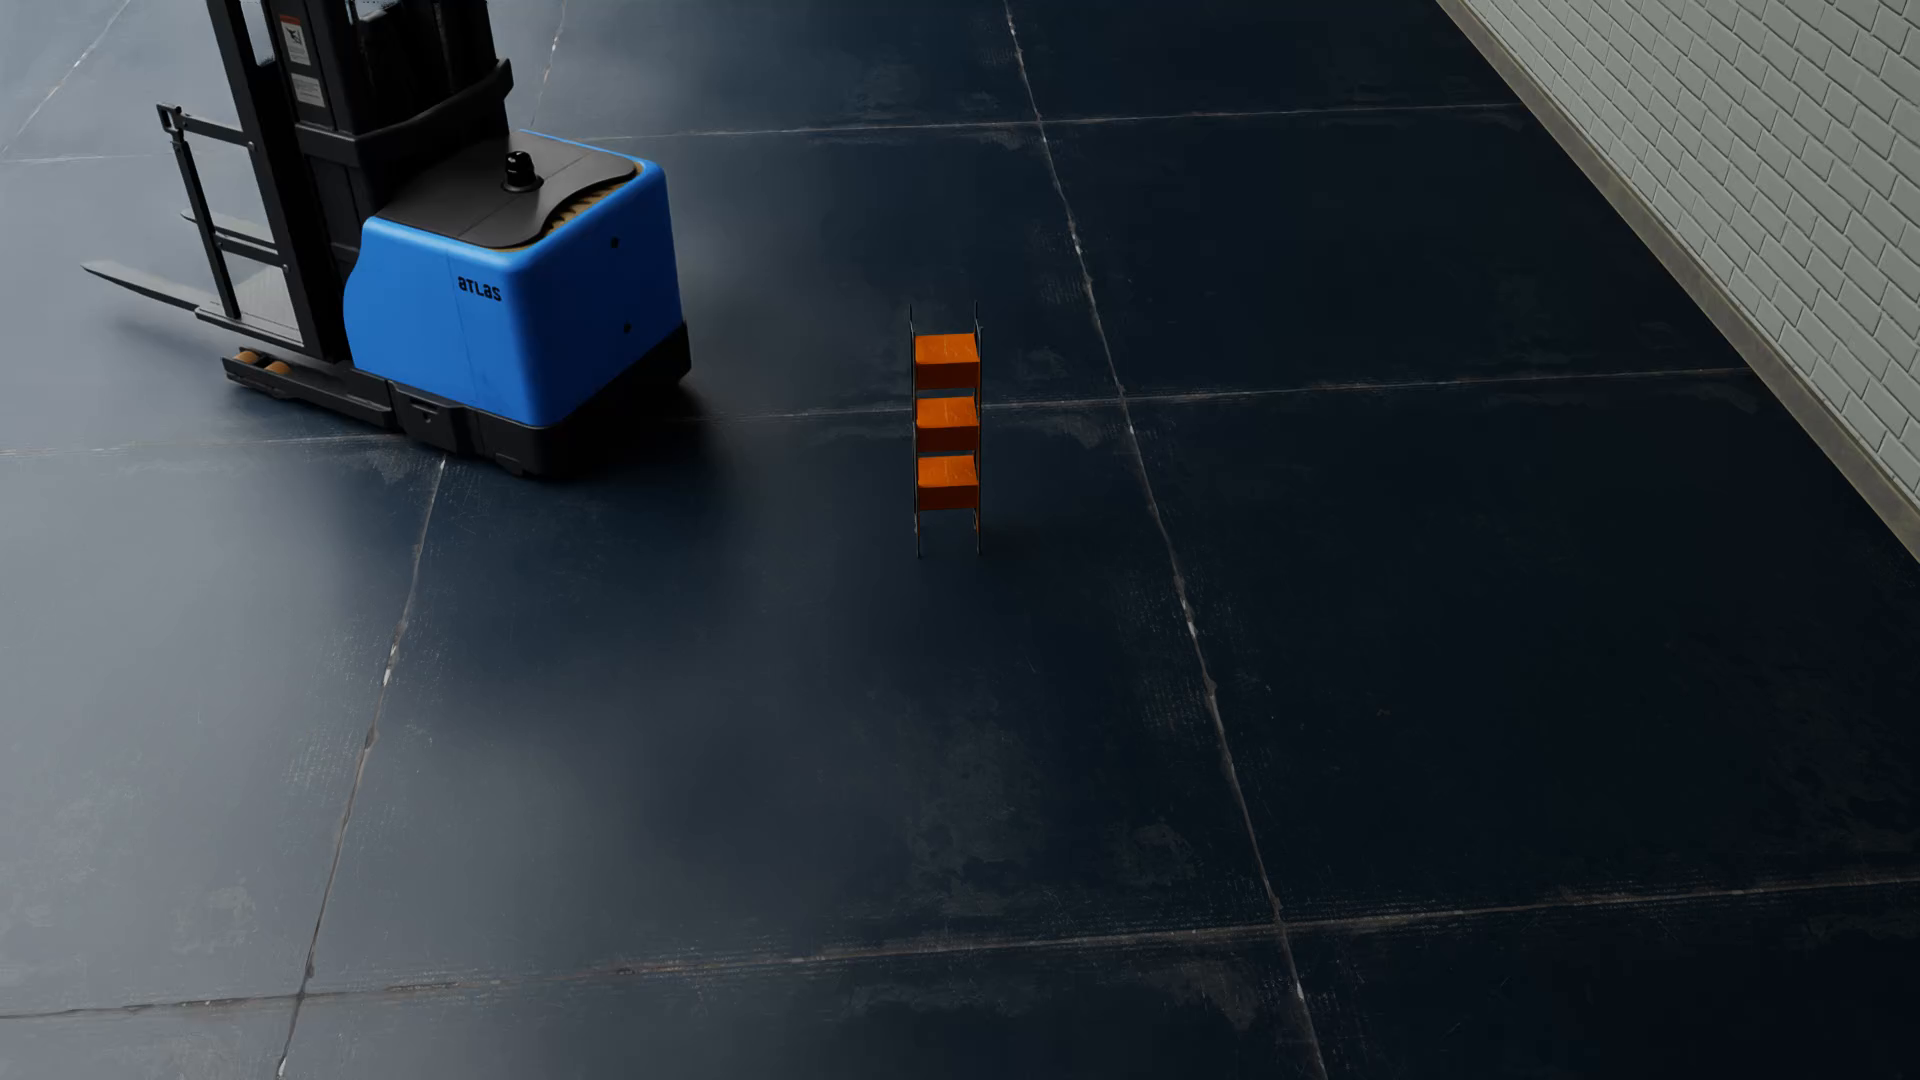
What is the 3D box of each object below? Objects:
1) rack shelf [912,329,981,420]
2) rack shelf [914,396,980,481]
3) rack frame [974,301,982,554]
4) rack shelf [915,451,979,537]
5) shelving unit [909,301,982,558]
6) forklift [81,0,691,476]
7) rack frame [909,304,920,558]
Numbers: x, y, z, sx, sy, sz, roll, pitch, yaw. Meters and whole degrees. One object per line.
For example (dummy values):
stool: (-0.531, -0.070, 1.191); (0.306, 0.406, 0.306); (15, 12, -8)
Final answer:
rack shelf: (-0.053, -0.624, 6.252); (0.240, 0.259, 0.215); (-3, 38, -4)
rack shelf: (-0.053, -0.401, 6.428); (0.240, 0.259, 0.215); (-3, 38, -4)
rack frame: (0.068, -0.416, 6.430); (0.008, 1.050, 0.200); (-3, 38, -4)
rack shelf: (-0.053, -0.183, 6.600); (0.240, 0.259, 0.215); (-3, 38, -4)
shelving unit: (-0.053, -0.409, 6.421); (0.252, 1.050, 0.215); (-3, 38, -4)
forklift: (-2.782, -2.063, 6.998); (3.031, 2.935, 1.130); (18, 42, 21)
rack frame: (-0.175, -0.403, 6.413); (0.008, 1.050, 0.200); (-3, 38, -4)
